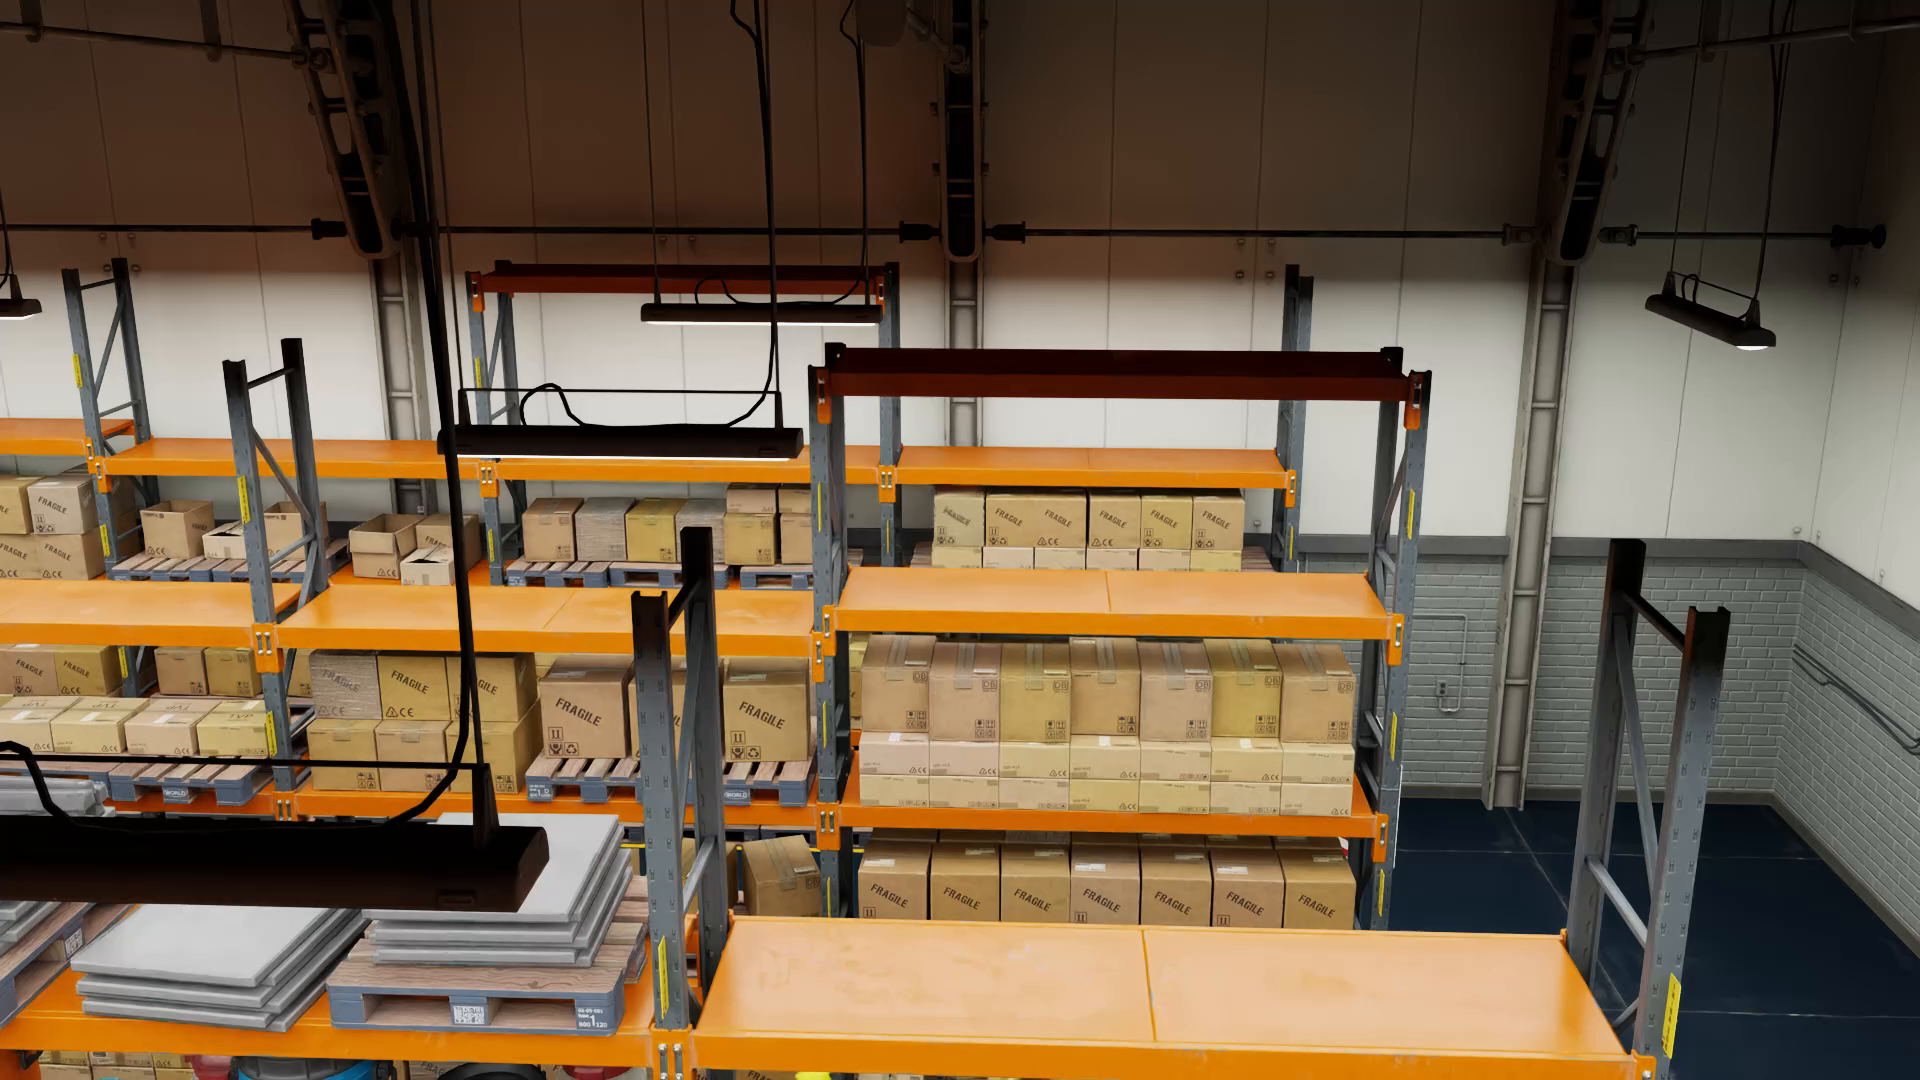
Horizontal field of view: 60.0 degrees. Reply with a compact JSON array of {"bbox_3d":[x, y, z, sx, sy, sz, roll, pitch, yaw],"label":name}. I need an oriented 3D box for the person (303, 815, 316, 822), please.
[{"bbox_3d":[-5.793,3.168,14.735,0.535,1.682,0.489,-2,16,-6],"label":"person"}]

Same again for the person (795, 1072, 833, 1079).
[{"bbox_3d":[-1.016,4.232,10.883,0.537,1.767,0.597,5,17,15],"label":"person"}]
